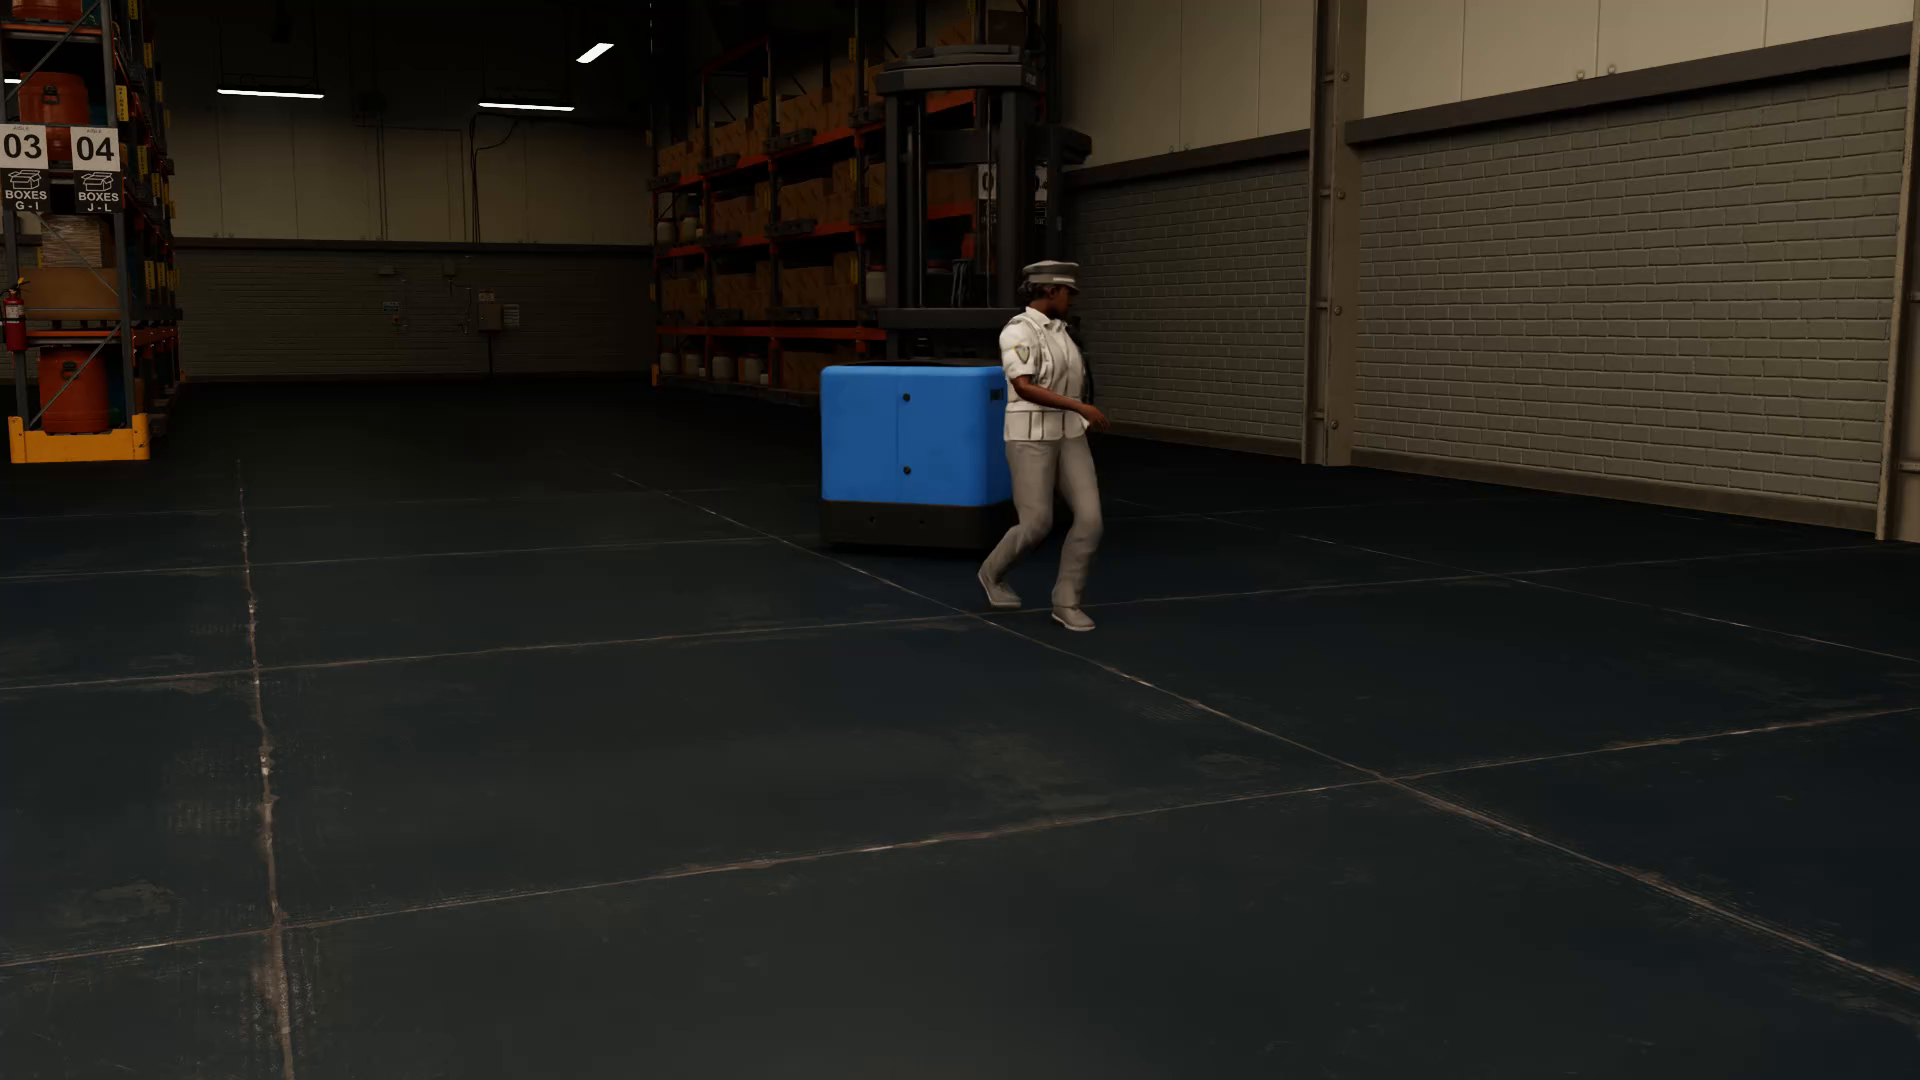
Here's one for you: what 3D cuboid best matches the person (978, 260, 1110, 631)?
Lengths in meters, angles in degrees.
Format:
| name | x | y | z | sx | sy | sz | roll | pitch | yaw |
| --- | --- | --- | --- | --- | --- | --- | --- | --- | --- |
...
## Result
| name | x | y | z | sx | sy | sz | roll | pitch | yaw |
| --- | --- | --- | --- | --- | --- | --- | --- | --- | --- |
| person | 0.414 | -0.426 | 7.346 | 0.569 | 1.599 | 0.643 | -5 | 9 | -34 |

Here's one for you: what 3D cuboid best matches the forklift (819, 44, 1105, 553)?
| name | x | y | z | sx | sy | sz | roll | pitch | yaw |
| --- | --- | --- | --- | --- | --- | --- | --- | --- | --- |
| forklift | 0.188 | -1.535 | 10.583 | 1.130 | 2.935 | 3.031 | 3 | 8 | 21 |
